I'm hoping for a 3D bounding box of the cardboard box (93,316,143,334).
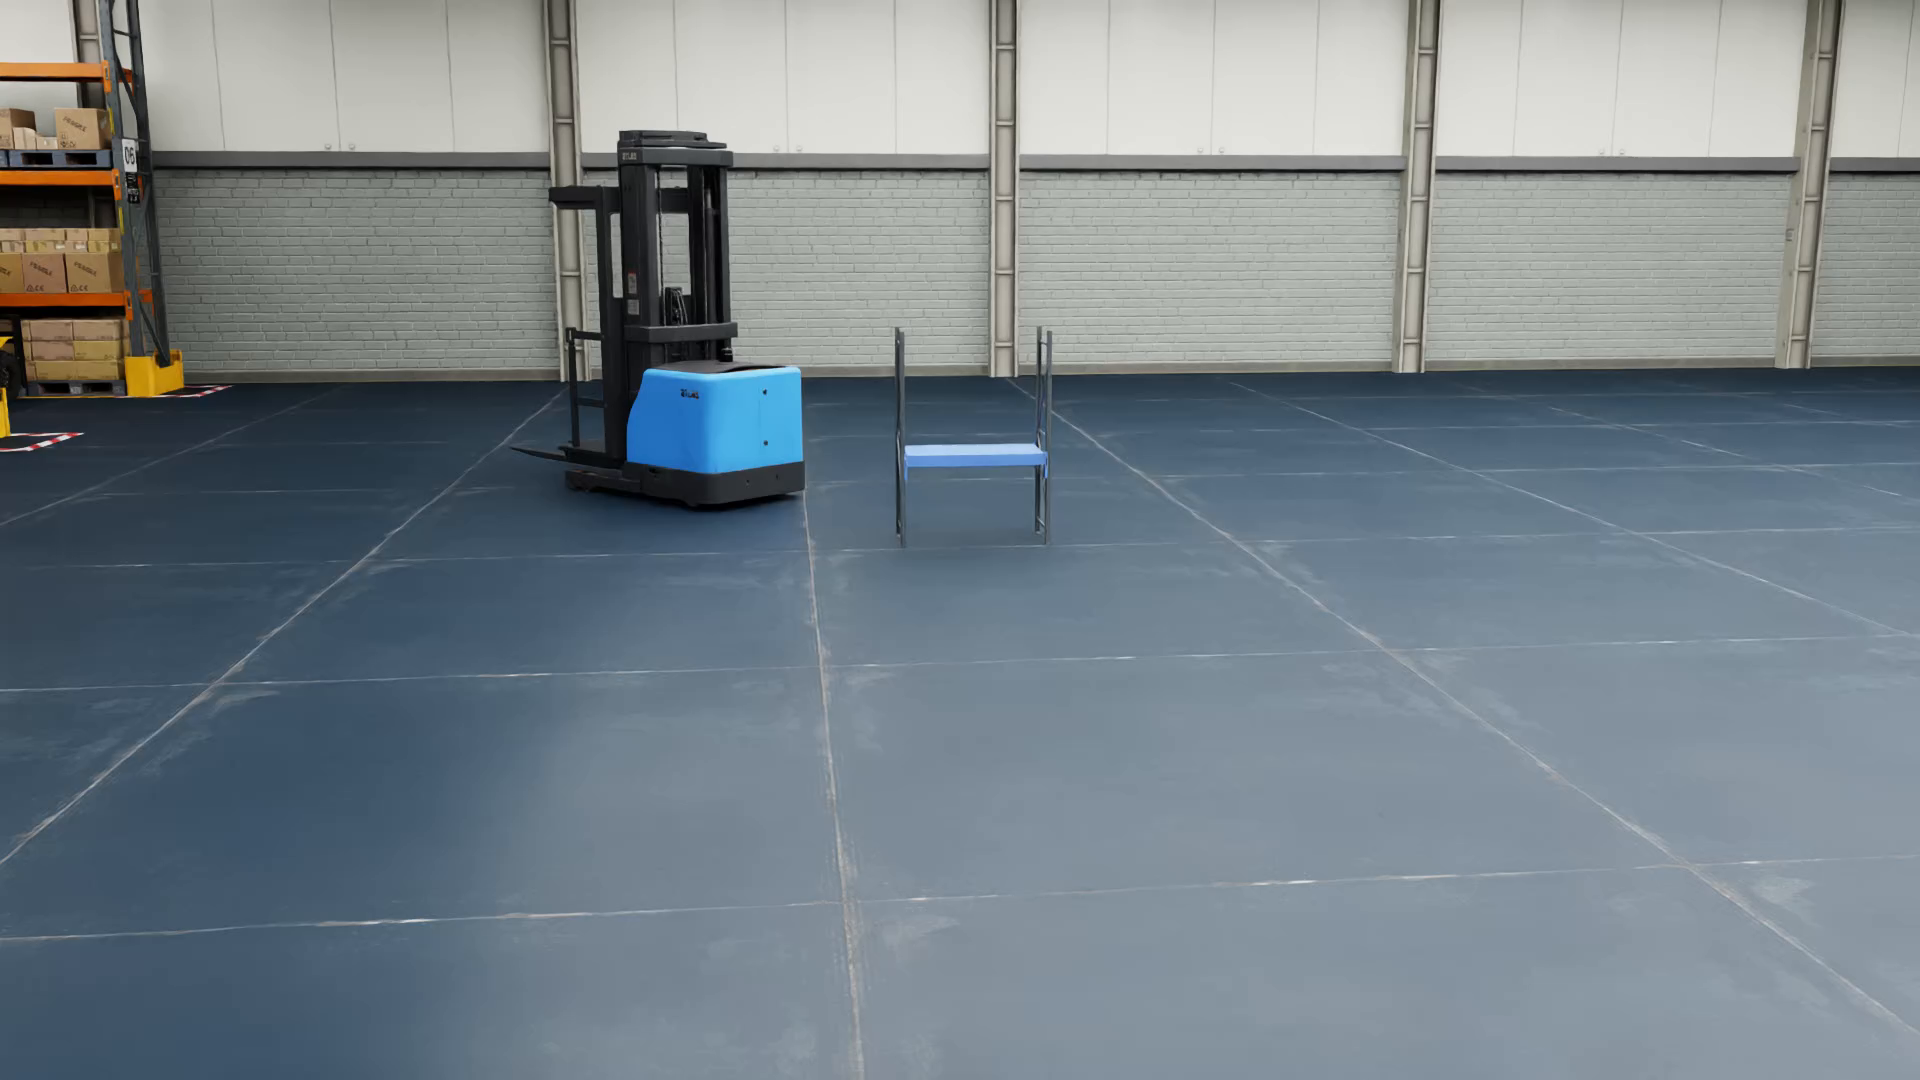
[{"bbox_3d":[-11.024,-2.786,21.710,0.500,0.250,0.500,-1,11,-7],"label":"cardboard box"}]

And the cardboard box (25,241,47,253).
[{"bbox_3d":[-11.603,-3.711,21.026,0.250,0.149,0.380,-1,11,-6],"label":"cardboard box"}]

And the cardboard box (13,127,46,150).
[{"bbox_3d":[-11.569,-4.992,20.710,0.258,0.266,0.396,-1,11,-6],"label":"cardboard box"}]

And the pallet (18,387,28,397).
[{"bbox_3d":[-12.491,-1.995,21.469,1.213,0.211,1.003,-1,11,-6],"label":"pallet"}]

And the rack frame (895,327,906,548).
[{"bbox_3d":[-0.421,-0.727,11.679,0.032,1.500,0.500,-1,11,-6],"label":"rack frame"}]

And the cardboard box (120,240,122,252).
[{"bbox_3d":[-10.891,-3.822,21.593,0.250,0.149,0.380,-1,11,-8],"label":"cardboard box"}]

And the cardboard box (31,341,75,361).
[{"bbox_3d":[-11.476,-2.436,21.225,0.500,0.250,0.500,-1,11,-7],"label":"cardboard box"}]

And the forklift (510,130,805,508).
[{"bbox_3d":[-2.701,-1.906,13.966,3.031,2.935,1.130,10,15,41],"label":"forklift"}]

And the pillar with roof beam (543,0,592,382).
[{"bbox_3d":[-4.885,-5.813,18.111,0.400,9.000,9.100,-1,11,-6],"label":"pillar with roof beam"}]

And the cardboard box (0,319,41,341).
[{"bbox_3d":[-11.957,-2.666,21.100,0.500,0.250,0.500,-1,11,-5],"label":"cardboard box"}]

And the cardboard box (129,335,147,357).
[{"bbox_3d":[-11.015,-2.544,21.777,0.500,0.250,0.500,-1,11,-5],"label":"cardboard box"}]

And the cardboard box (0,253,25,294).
[{"bbox_3d":[-12.013,-3.381,21.029,0.500,0.500,0.500,-1,11,-7],"label":"cardboard box"}]

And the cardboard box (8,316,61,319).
[{"bbox_3d":[-12.019,-2.766,21.611,0.500,0.250,0.500,-1,11,-6],"label":"cardboard box"}]

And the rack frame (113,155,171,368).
[{"bbox_3d":[-10.526,-3.412,21.448,0.127,3.000,1.000,-1,11,-6],"label":"rack frame"}]

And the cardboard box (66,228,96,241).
[{"bbox_3d":[-11.101,-3.866,21.047,0.250,0.149,0.380,-1,11,-6],"label":"cardboard box"}]

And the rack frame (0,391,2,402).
[{"bbox_3d":[-9.986,-2.460,16.606,0.127,3.000,1.000,-1,11,-6],"label":"rack frame"}]

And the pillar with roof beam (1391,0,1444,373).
[{"bbox_3d":[7.044,-6.063,19.382,0.400,9.000,9.100,-1,11,-6],"label":"pillar with roof beam"}]

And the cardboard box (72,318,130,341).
[{"bbox_3d":[-10.950,-2.690,21.223,0.500,0.250,0.500,-1,11,-4],"label":"cardboard box"}]

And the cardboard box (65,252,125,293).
[{"bbox_3d":[-10.987,-3.400,21.130,0.500,0.500,0.500,-1,11,-7],"label":"cardboard box"}]

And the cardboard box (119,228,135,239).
[{"bbox_3d":[-10.883,-3.959,21.520,0.250,0.149,0.380,-1,11,-7],"label":"cardboard box"}]

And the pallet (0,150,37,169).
[{"bbox_3d":[-12.447,-4.805,20.985,1.213,0.211,1.003,-1,11,-6],"label":"pallet"}]

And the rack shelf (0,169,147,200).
[{"bbox_3d":[-12.514,-4.489,21.016,4.000,0.370,1.077,-1,11,-6],"label":"rack shelf"}]

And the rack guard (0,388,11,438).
[{"bbox_3d":[-10.061,-1.232,16.839,0.348,0.500,1.175,-1,11,-6],"label":"rack guard"}]

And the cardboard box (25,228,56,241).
[{"bbox_3d":[-11.614,-3.865,21.039,0.250,0.149,0.380,-1,11,-6],"label":"cardboard box"}]

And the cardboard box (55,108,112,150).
[{"bbox_3d":[-10.939,-5.132,20.814,0.500,0.500,0.500,-1,11,-4],"label":"cardboard box"}]

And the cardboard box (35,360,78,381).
[{"bbox_3d":[-11.454,-2.190,21.271,0.500,0.250,0.500,-1,11,-6],"label":"cardboard box"}]

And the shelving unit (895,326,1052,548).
[{"bbox_3d":[0.085,-0.738,11.732,1.048,1.500,0.538,-1,11,-6],"label":"shelving unit"}]

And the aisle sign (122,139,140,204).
[{"bbox_3d":[-10.429,-4.633,20.917,0.004,0.787,0.394,-1,11,-6],"label":"aisle sign"}]

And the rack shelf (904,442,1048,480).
[{"bbox_3d":[0.085,-0.561,11.767,1.000,0.185,0.538,-1,11,-6],"label":"rack shelf"}]

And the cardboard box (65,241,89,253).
[{"bbox_3d":[-11.091,-3.707,21.009,0.250,0.149,0.380,-1,11,-5],"label":"cardboard box"}]

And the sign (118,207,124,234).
[{"bbox_3d":[-10.481,-3.992,20.782,0.005,0.325,0.100,-1,11,-6],"label":"sign"}]

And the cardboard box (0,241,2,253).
[{"bbox_3d":[-12.113,-3.687,20.906,0.250,0.149,0.380,-1,11,-6],"label":"cardboard box"}]
